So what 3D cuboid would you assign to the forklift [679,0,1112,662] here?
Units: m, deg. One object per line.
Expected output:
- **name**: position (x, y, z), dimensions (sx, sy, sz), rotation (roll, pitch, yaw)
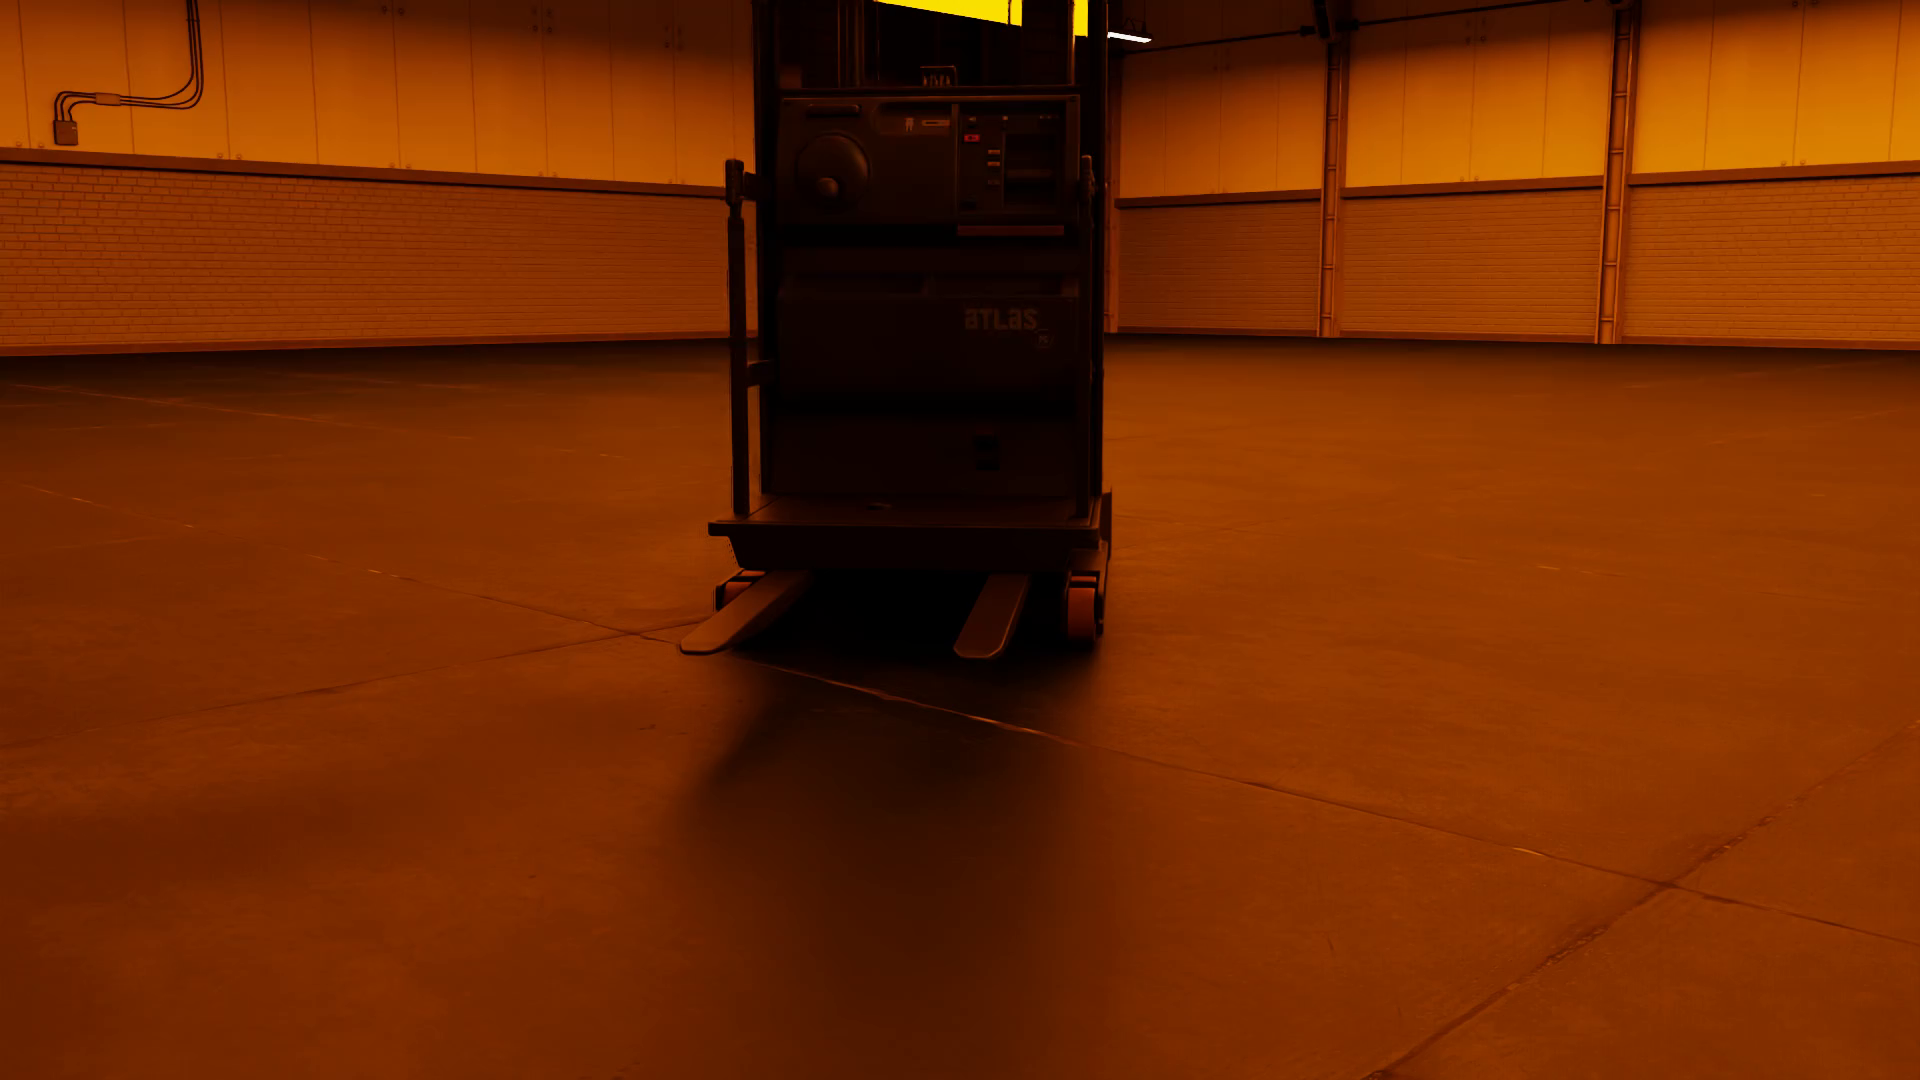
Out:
- **forklift**: position (-0.117, -1.205, 4.879), dimensions (1.130, 2.935, 3.031), rotation (1, 9, 6)
